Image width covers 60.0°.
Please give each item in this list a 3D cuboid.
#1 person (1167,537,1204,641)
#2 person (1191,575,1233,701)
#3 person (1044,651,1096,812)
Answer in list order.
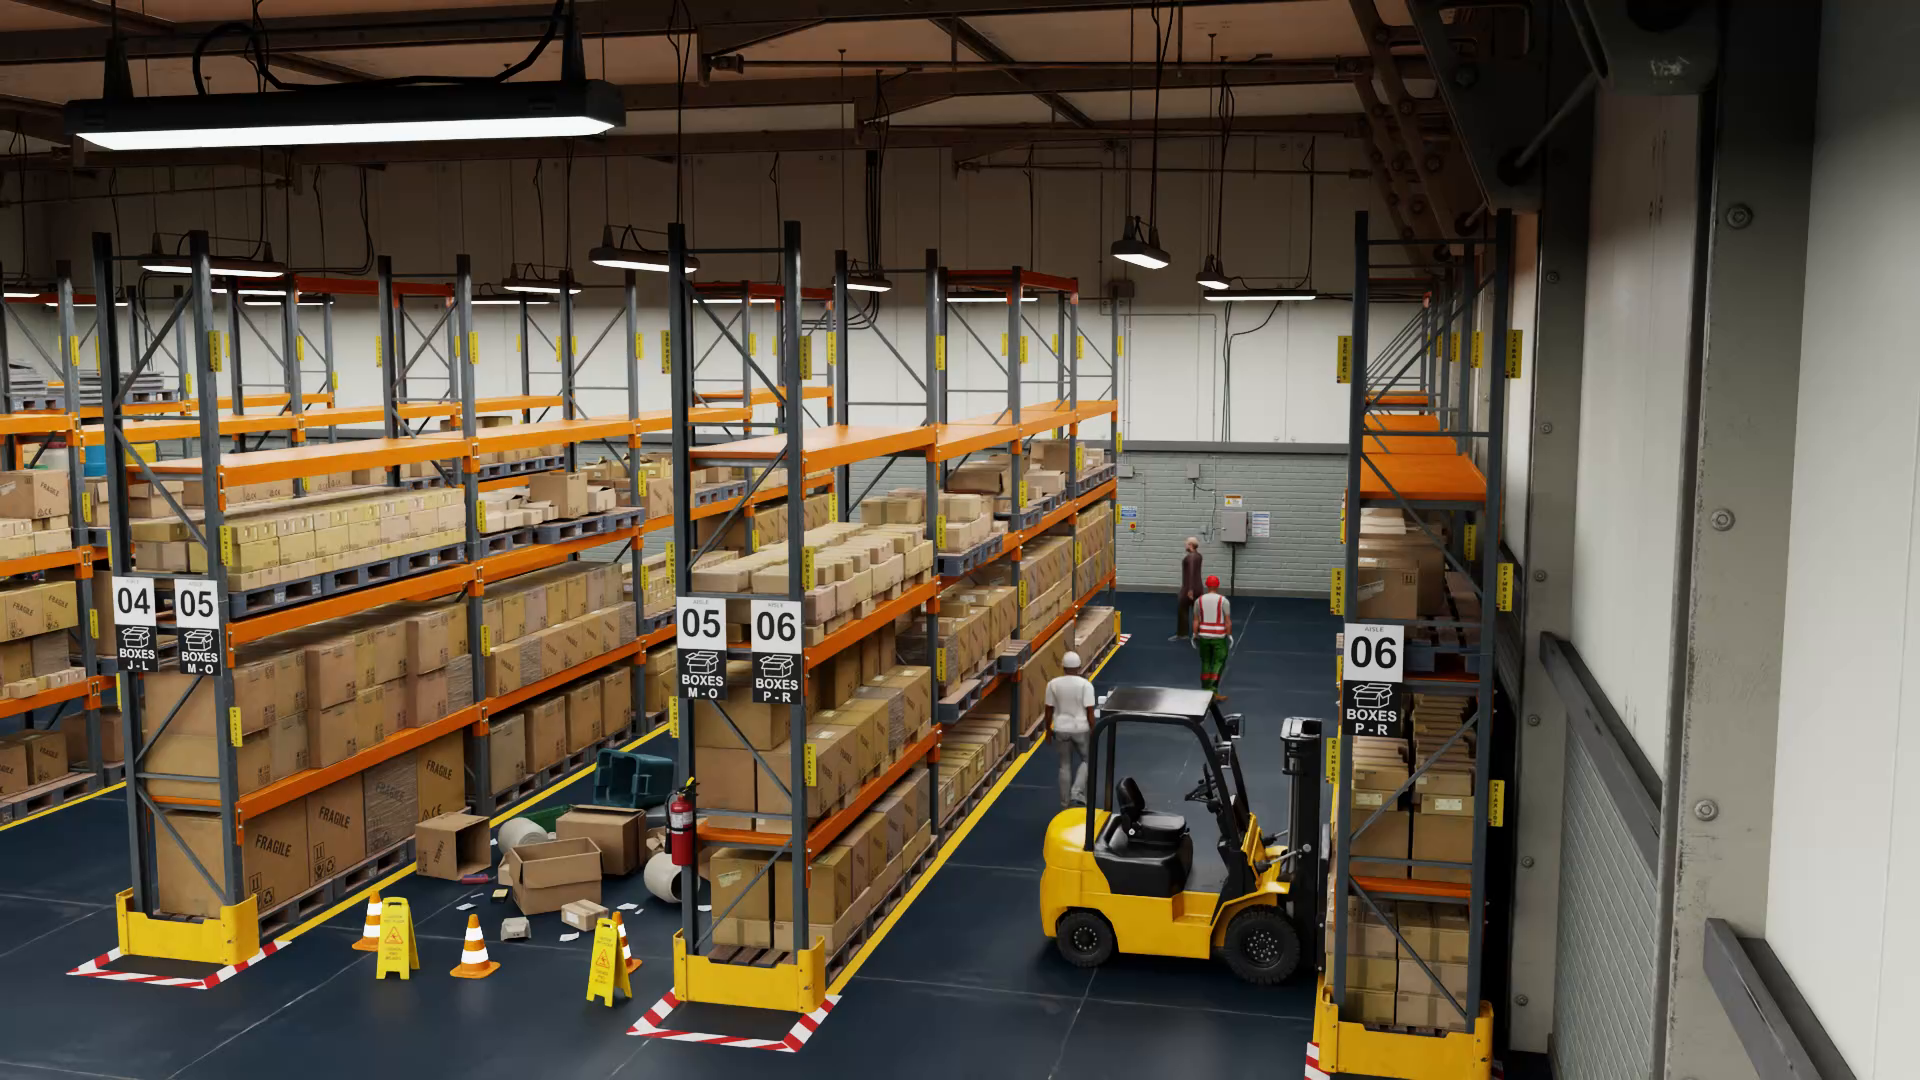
[{"bbox_3d":[3.922,0.847,28.271,0.721,1.800,0.640,5,8,34],"label":"person"},{"bbox_3d":[3.595,1.393,23.731,0.594,1.790,0.515,4,8,28],"label":"person"},{"bbox_3d":[1.205,2.086,18.099,0.602,1.758,0.490,3,8,22],"label":"person"}]
